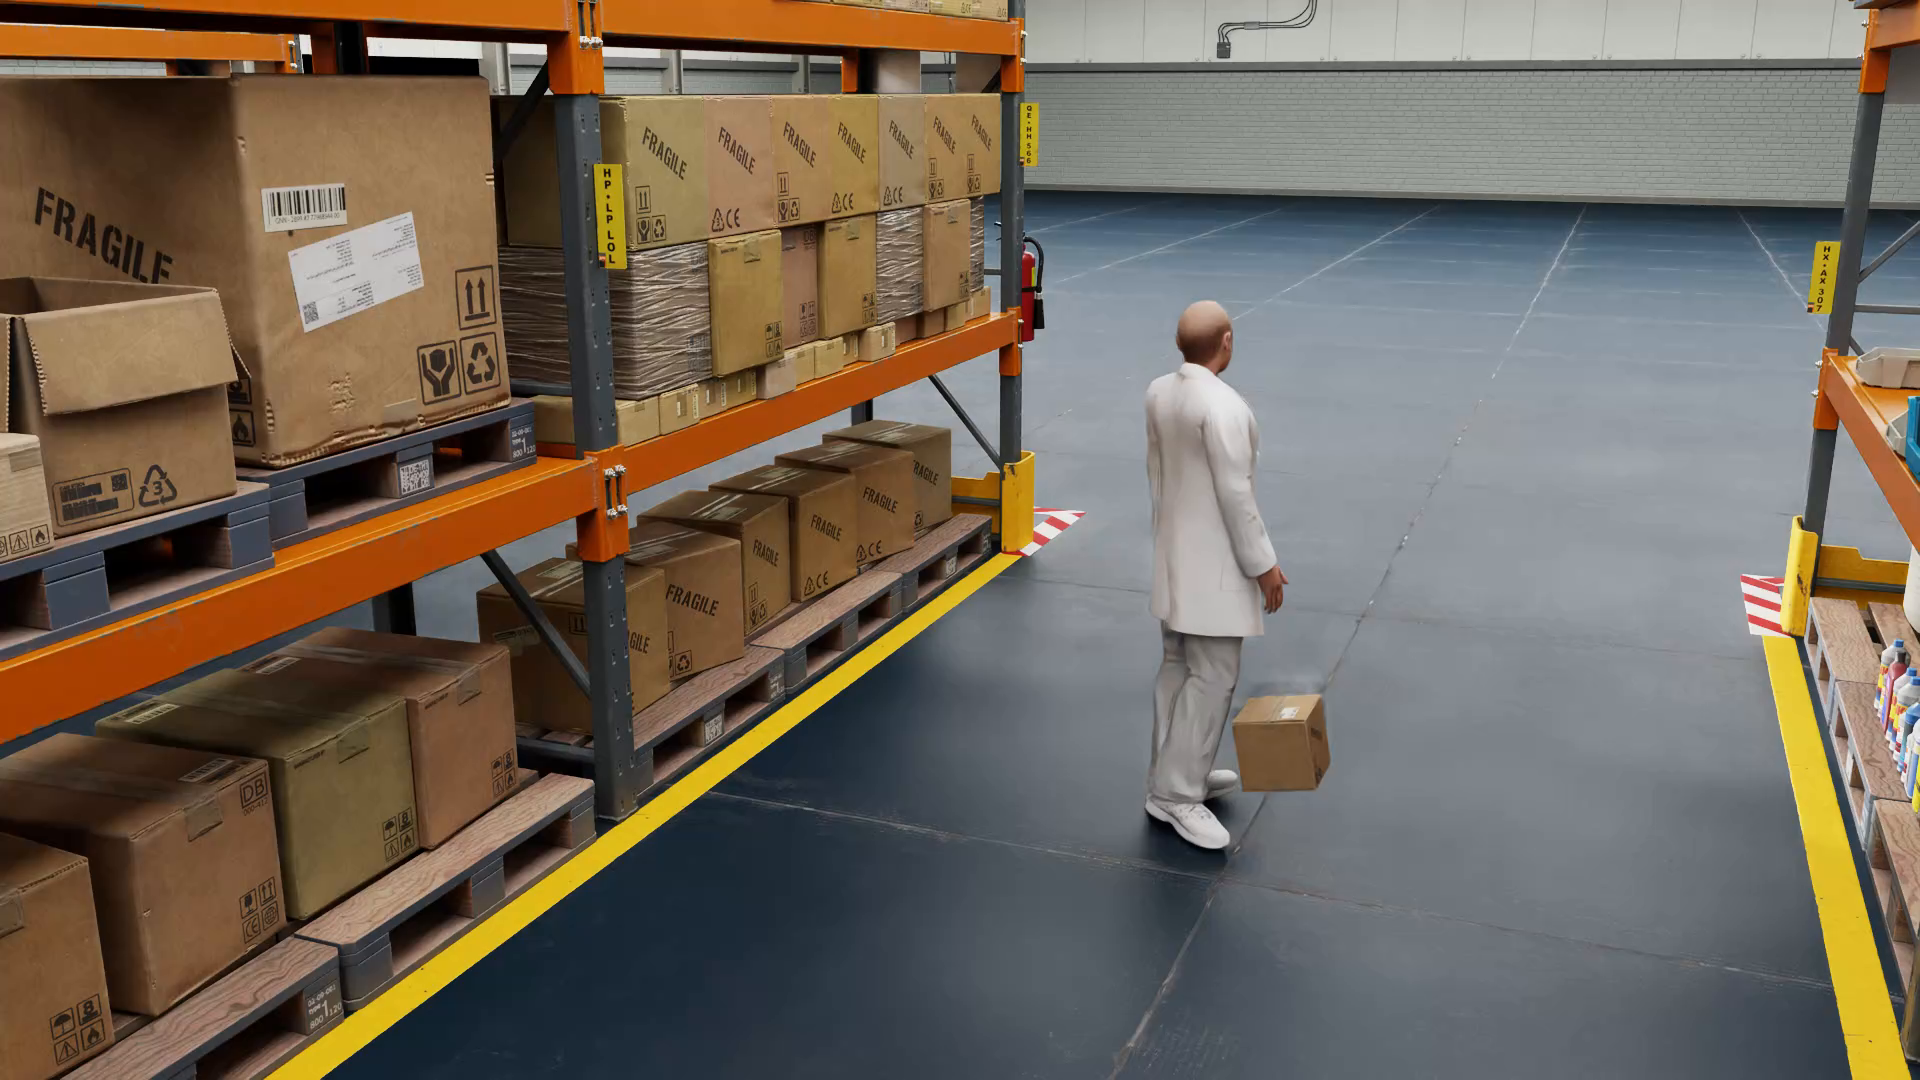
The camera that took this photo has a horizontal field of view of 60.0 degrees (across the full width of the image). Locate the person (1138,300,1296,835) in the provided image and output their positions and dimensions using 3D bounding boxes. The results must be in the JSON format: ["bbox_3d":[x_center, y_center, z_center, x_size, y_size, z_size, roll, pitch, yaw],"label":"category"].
[{"bbox_3d":[0.846,0.084,5.668,0.502,1.771,0.752,-8,17,-26],"label":"person"}]
